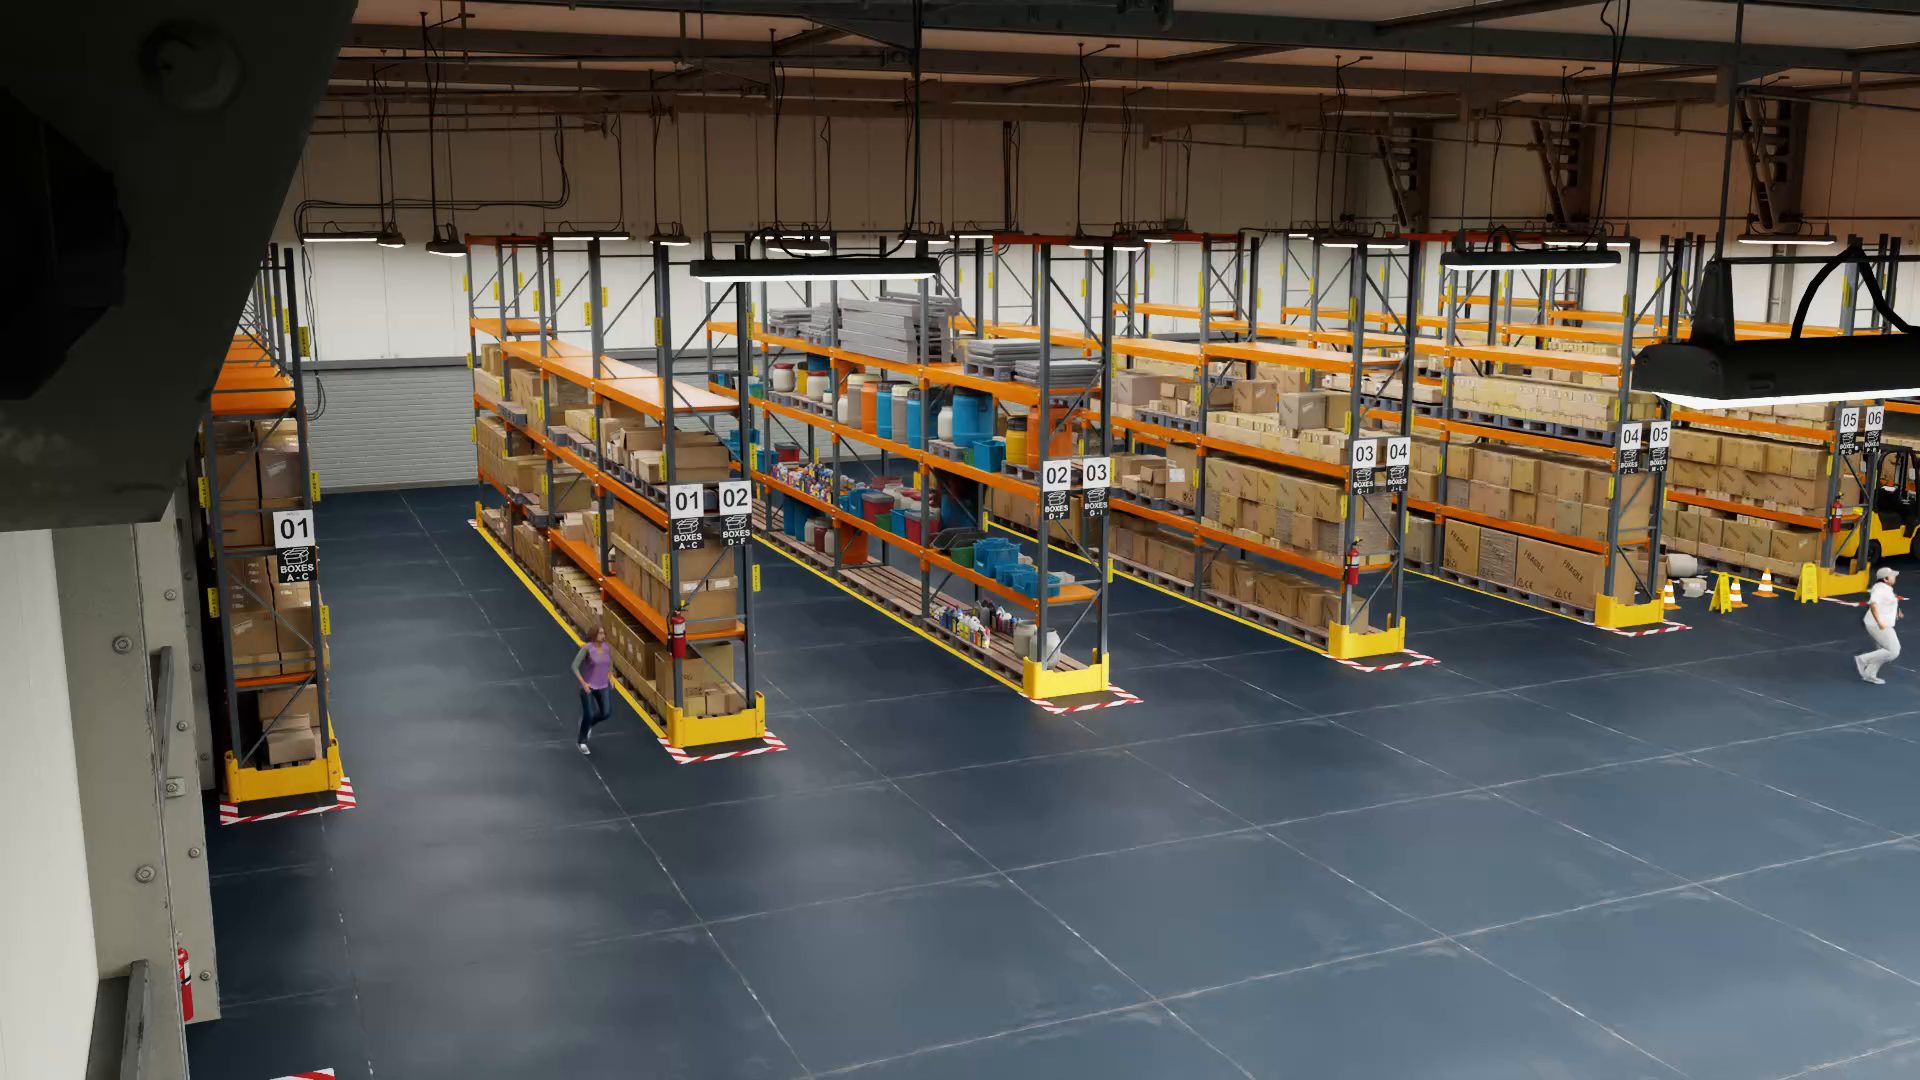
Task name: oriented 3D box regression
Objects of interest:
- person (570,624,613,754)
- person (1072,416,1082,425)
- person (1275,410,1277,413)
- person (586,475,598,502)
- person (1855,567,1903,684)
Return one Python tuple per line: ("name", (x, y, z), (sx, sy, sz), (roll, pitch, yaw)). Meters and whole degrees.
("person", (-4.382, 1.776, 19.999), (0.594, 1.550, 0.484), (-9, 14, -40))
("person", (2.618, -2.379, 40.982), (0.904, 1.754, 0.744), (5, 12, 26))
("person", (8.132, -2.930, 43.767), (0.550, 1.738, 0.699), (1, 11, 5))
("person", (-7.641, -1.174, 34.968), (0.583, 1.610, 0.600), (10, 15, 43))
("person", (12.633, 1.176, 22.829), (0.559, 1.635, 0.634), (4, 12, 22))
